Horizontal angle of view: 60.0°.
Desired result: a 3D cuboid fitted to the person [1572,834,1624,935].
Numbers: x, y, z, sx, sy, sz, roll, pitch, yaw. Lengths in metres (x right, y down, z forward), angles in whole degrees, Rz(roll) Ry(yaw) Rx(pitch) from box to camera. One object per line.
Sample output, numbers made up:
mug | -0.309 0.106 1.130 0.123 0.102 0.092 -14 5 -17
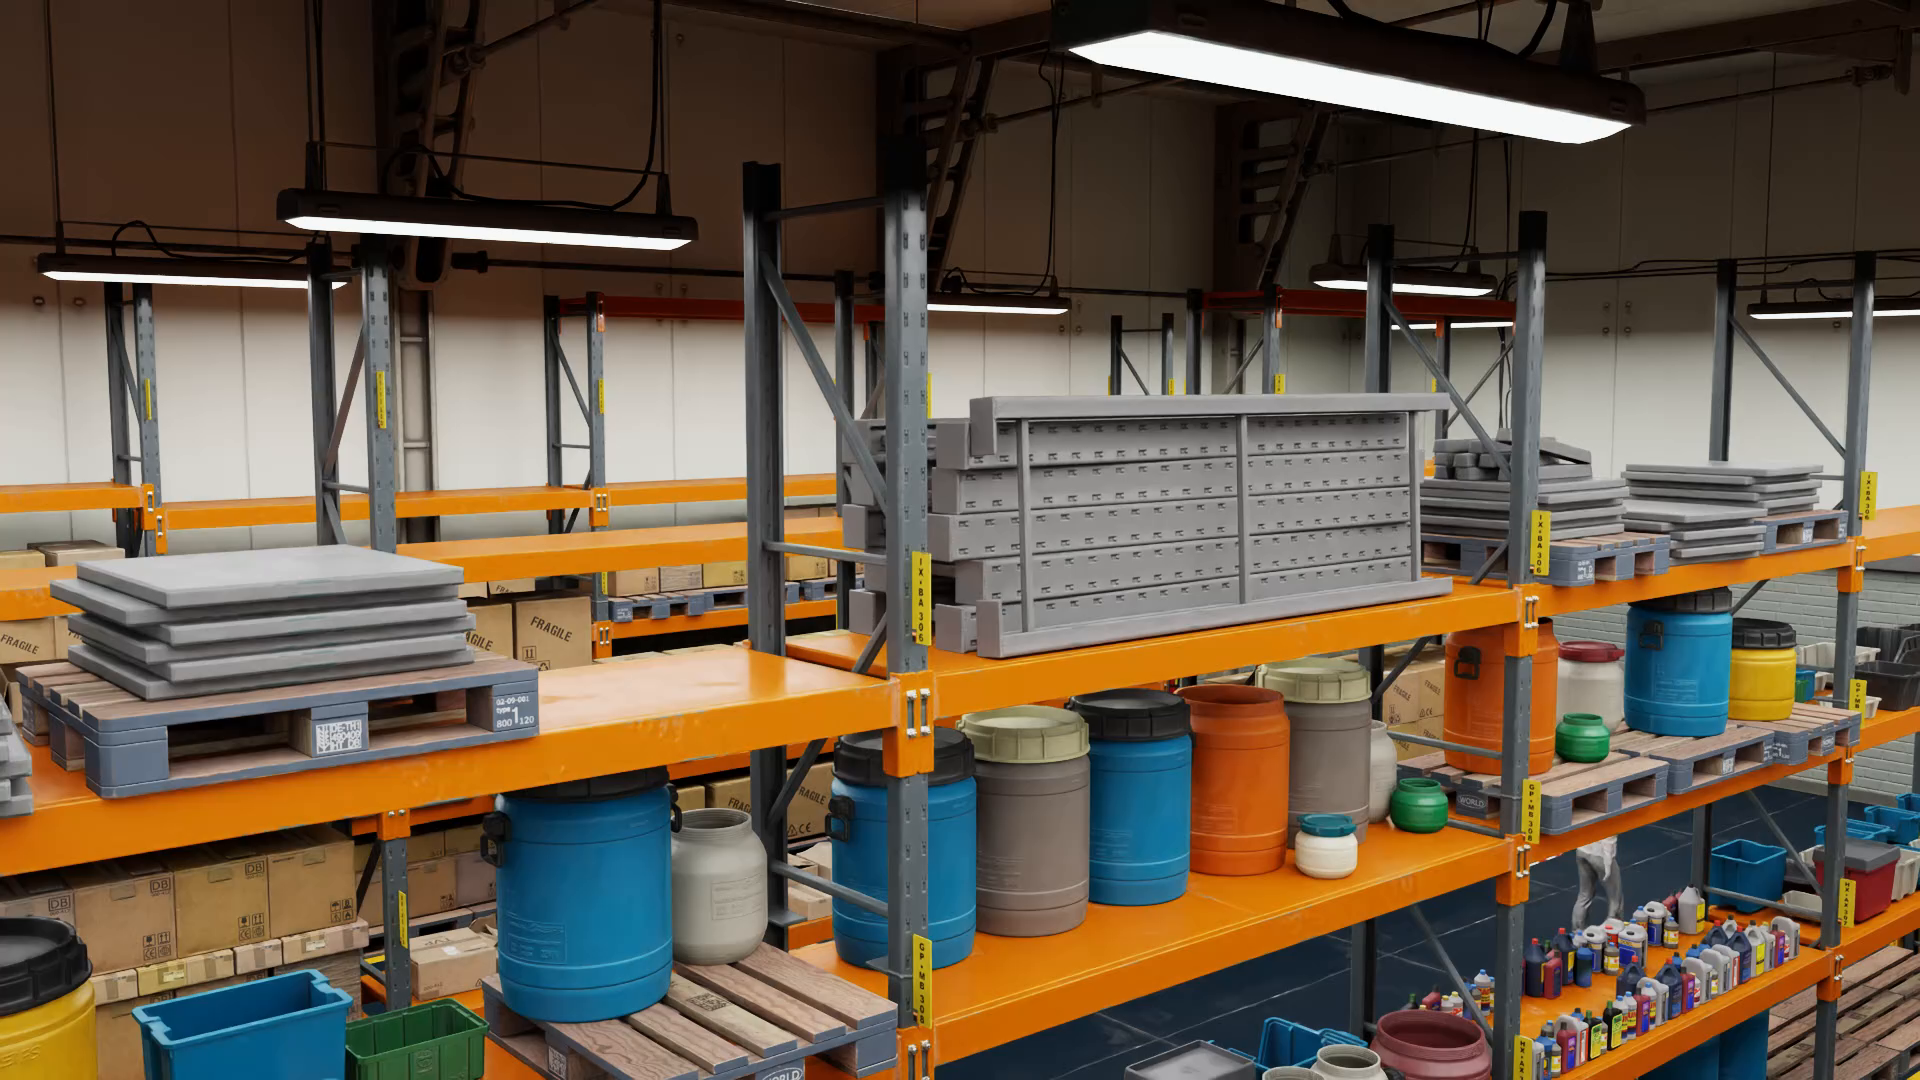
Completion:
person | 5.817 2.919 15.054 0.508 1.700 0.592 -2 6 -19
